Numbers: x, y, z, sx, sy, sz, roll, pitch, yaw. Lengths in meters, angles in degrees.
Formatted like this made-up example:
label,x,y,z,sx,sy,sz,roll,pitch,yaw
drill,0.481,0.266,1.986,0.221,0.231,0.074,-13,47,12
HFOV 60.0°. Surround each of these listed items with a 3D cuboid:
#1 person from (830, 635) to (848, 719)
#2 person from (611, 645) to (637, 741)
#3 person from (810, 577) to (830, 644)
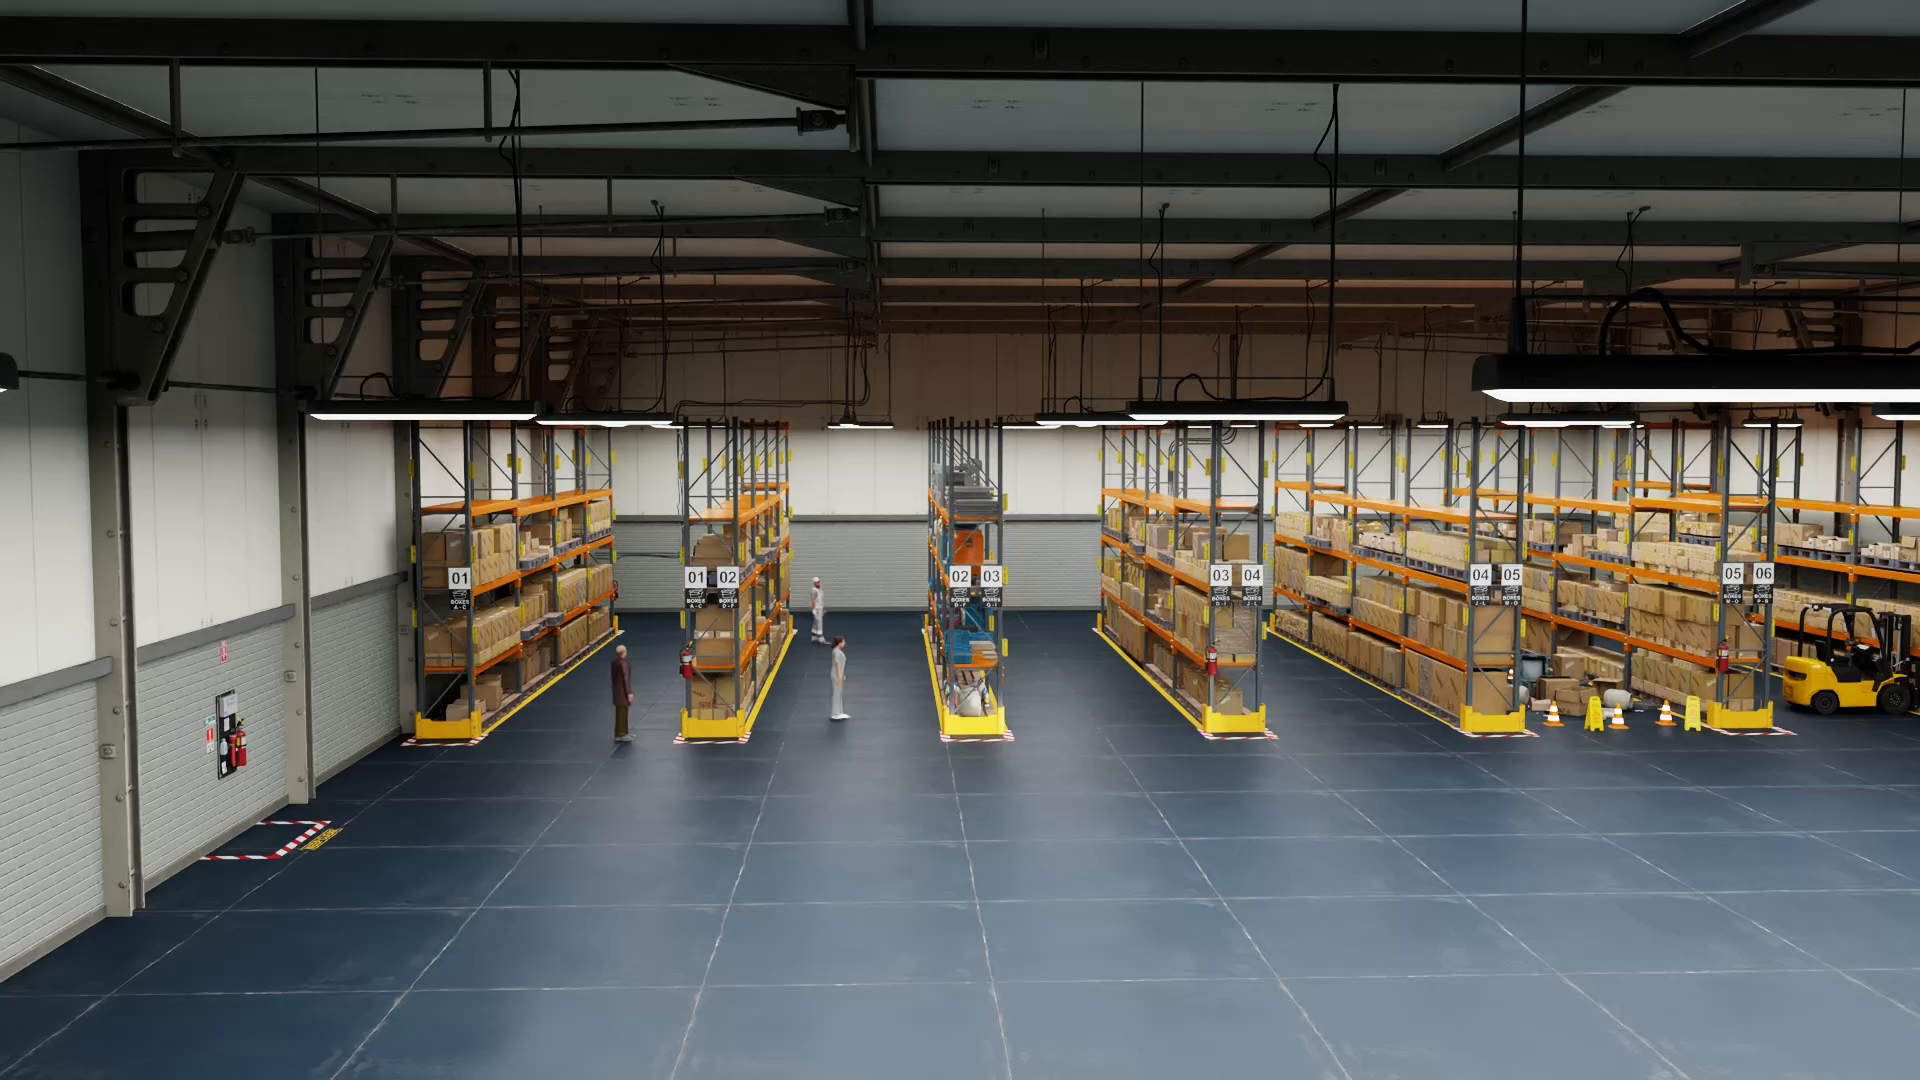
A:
label,x,y,z,sx,sy,sz,roll,pitch,yaw
person,-2.405,2.727,33.088,0.357,1.683,0.471,0,4,-4
person,-6.214,2.832,30.800,0.465,1.790,0.641,-1,4,-17
person,-3.750,1.897,44.930,0.550,1.787,0.574,0,4,8
